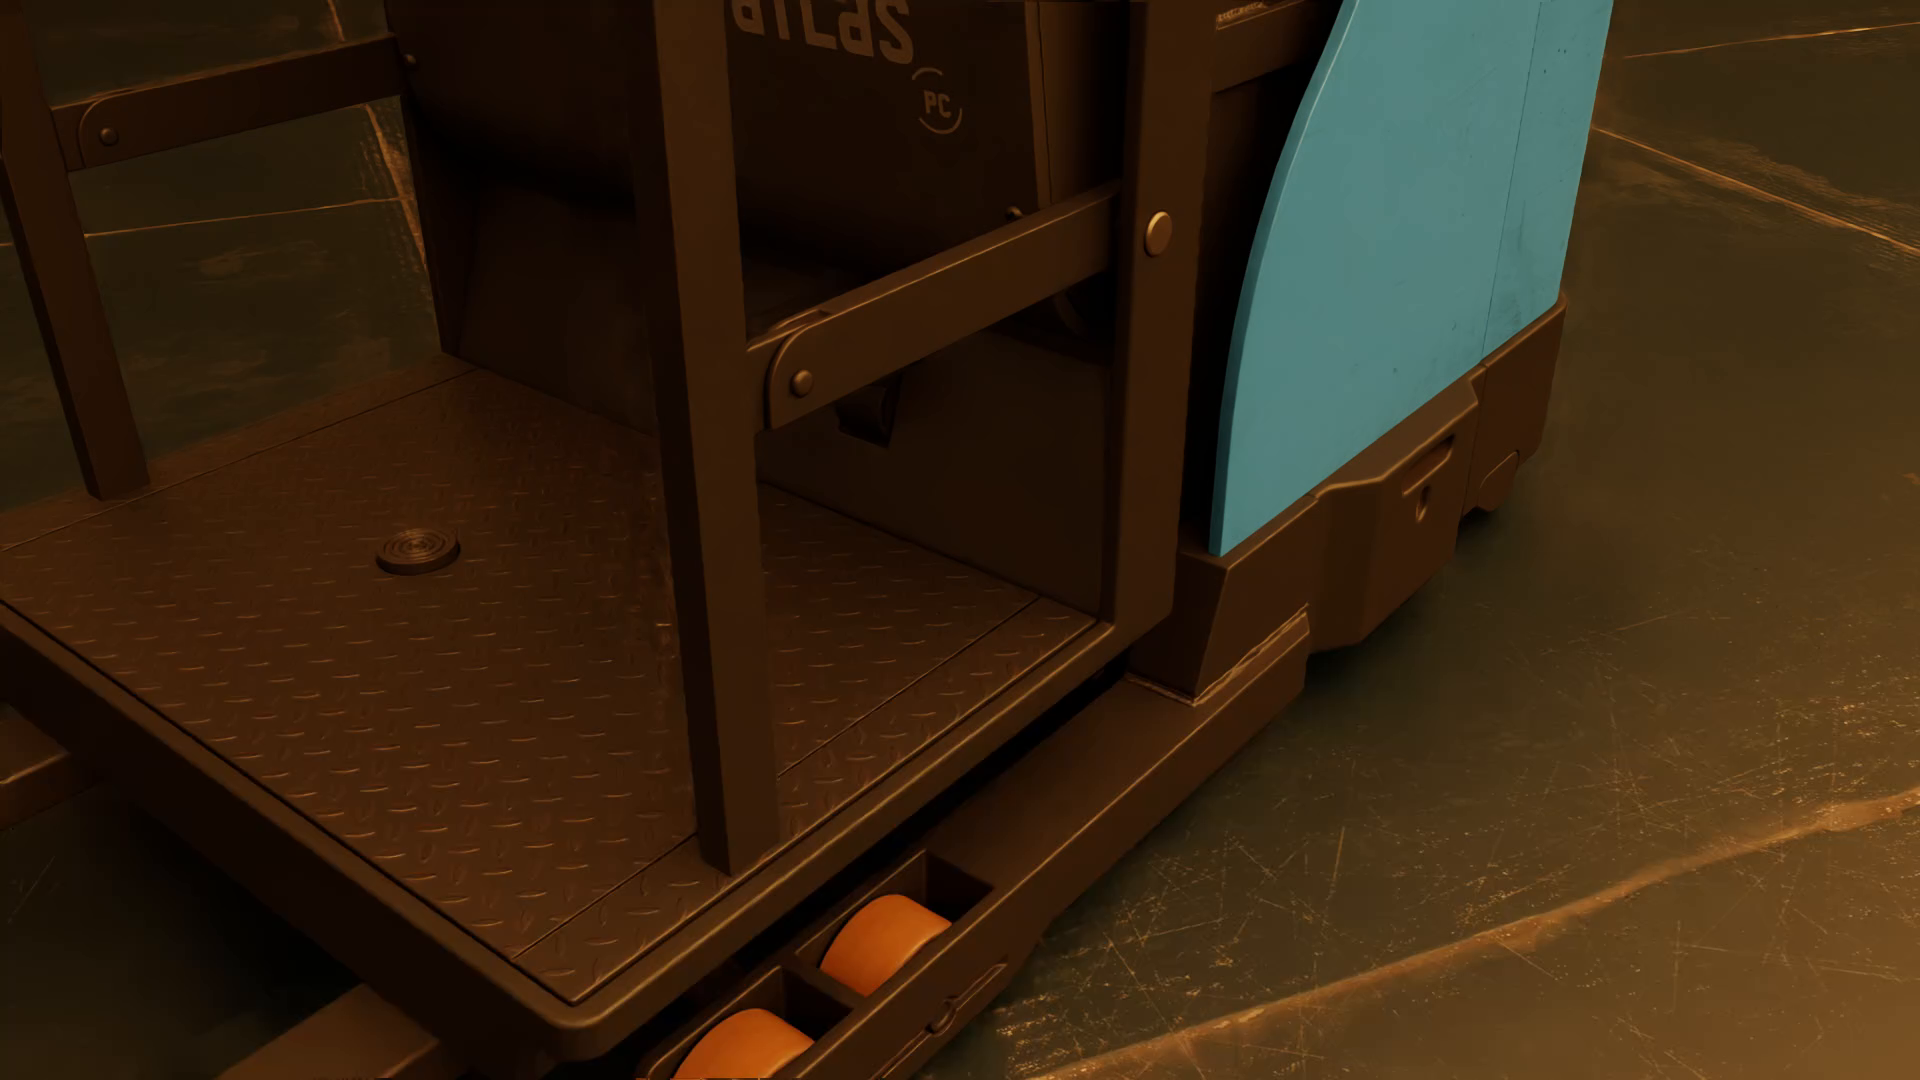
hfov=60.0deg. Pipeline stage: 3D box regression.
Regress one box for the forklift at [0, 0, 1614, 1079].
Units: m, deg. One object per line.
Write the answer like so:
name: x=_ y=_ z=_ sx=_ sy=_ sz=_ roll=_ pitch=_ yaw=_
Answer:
forklift: x=-0.395 y=-0.966 z=1.235 sx=1.130 sy=2.935 sz=3.031 roll=22 pitch=36 yaw=33
